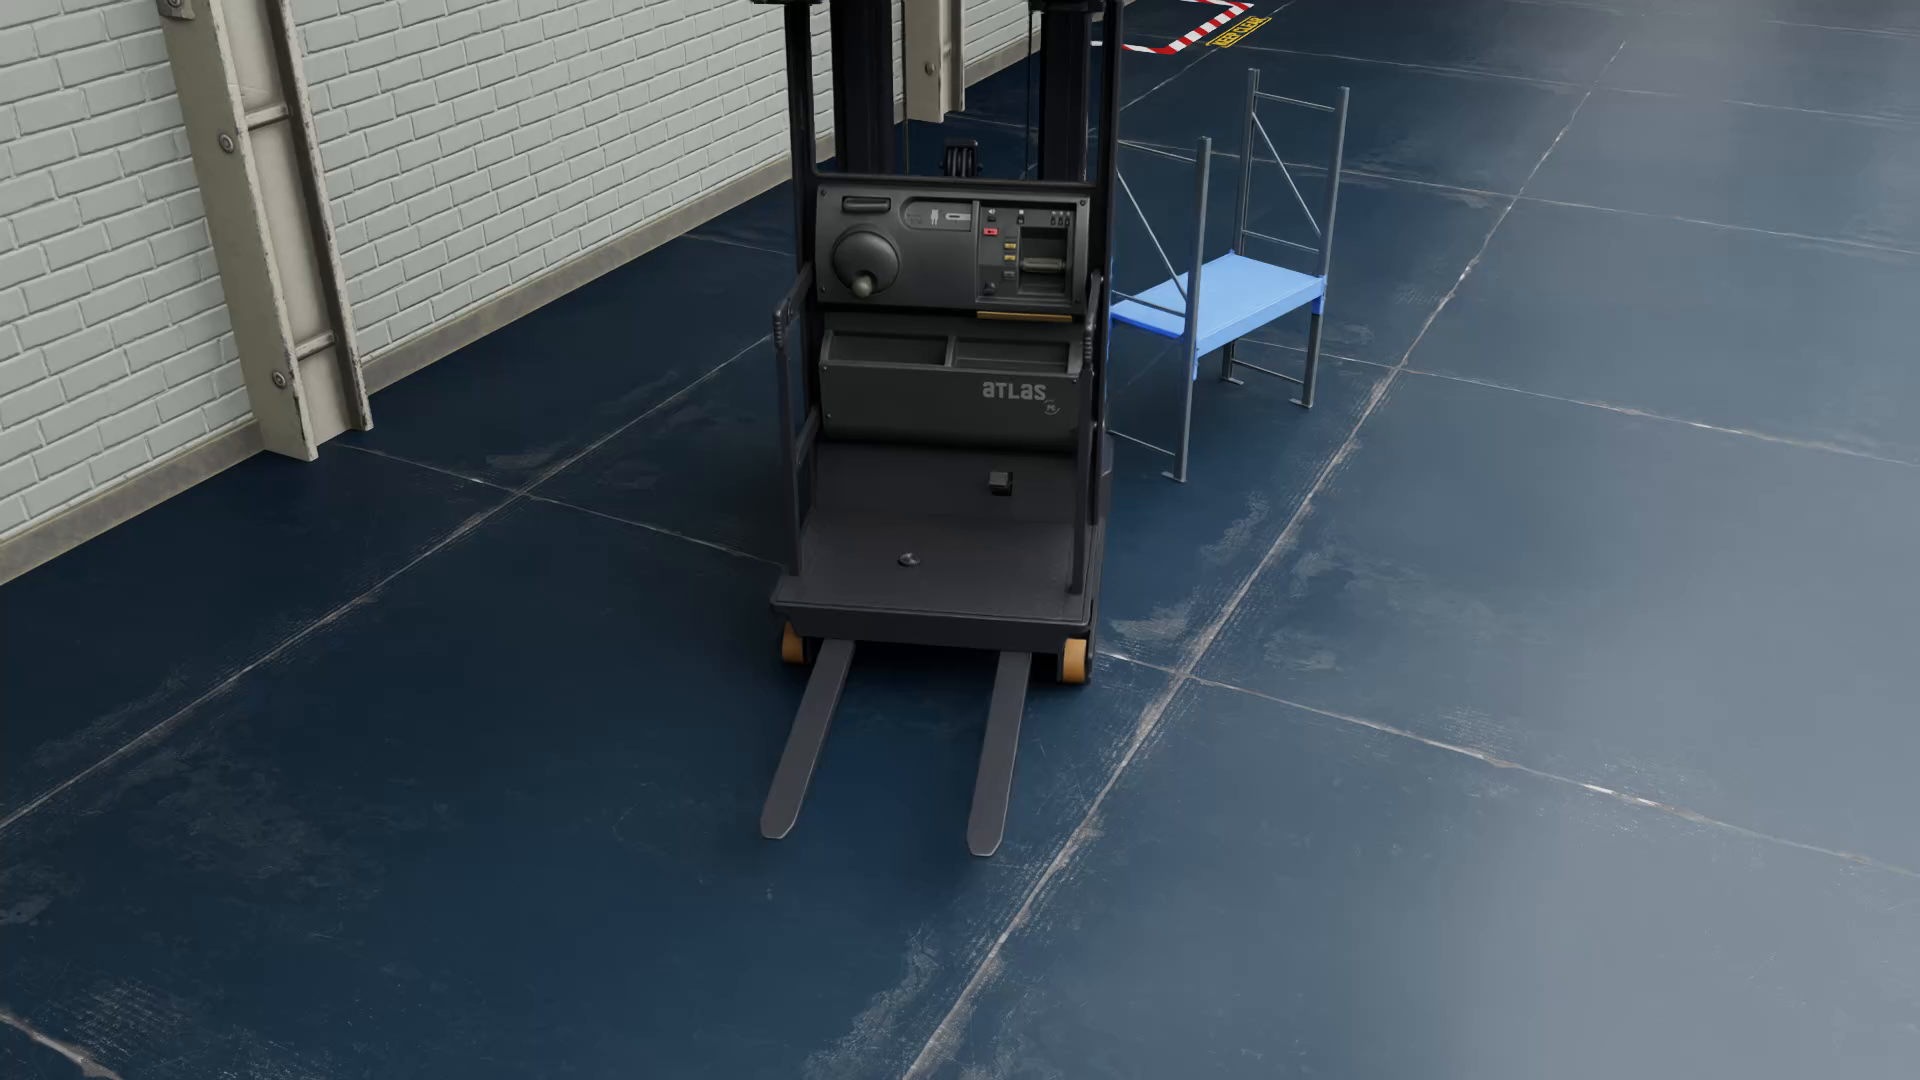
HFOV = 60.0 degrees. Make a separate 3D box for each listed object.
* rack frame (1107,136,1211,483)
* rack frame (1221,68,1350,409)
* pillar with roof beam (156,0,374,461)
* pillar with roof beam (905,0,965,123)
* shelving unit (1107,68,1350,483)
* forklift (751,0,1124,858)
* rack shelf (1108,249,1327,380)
[{"bbox_3d":[0.782,-0.986,6.960,0.500,1.500,0.032,25,38,36],"label":"rack frame"},{"bbox_3d":[1.470,-1.358,7.609,0.500,1.500,0.032,25,38,36],"label":"rack frame"},{"bbox_3d":[0.910,-3.394,3.625,9.100,9.000,0.400,14,33,23],"label":"pillar with roof beam"},{"bbox_3d":[3.643,-6.054,8.257,9.100,9.000,0.400,14,33,23],"label":"pillar with roof beam"},{"bbox_3d":[1.126,-1.172,7.285,0.538,1.500,1.048,25,38,36],"label":"shelving unit"},{"bbox_3d":[-0.054,-0.946,5.454,1.130,2.935,3.031,4,30,6],"label":"forklift"},{"bbox_3d":[1.126,-1.016,7.374,0.538,0.185,1.000,25,38,36],"label":"rack shelf"}]
